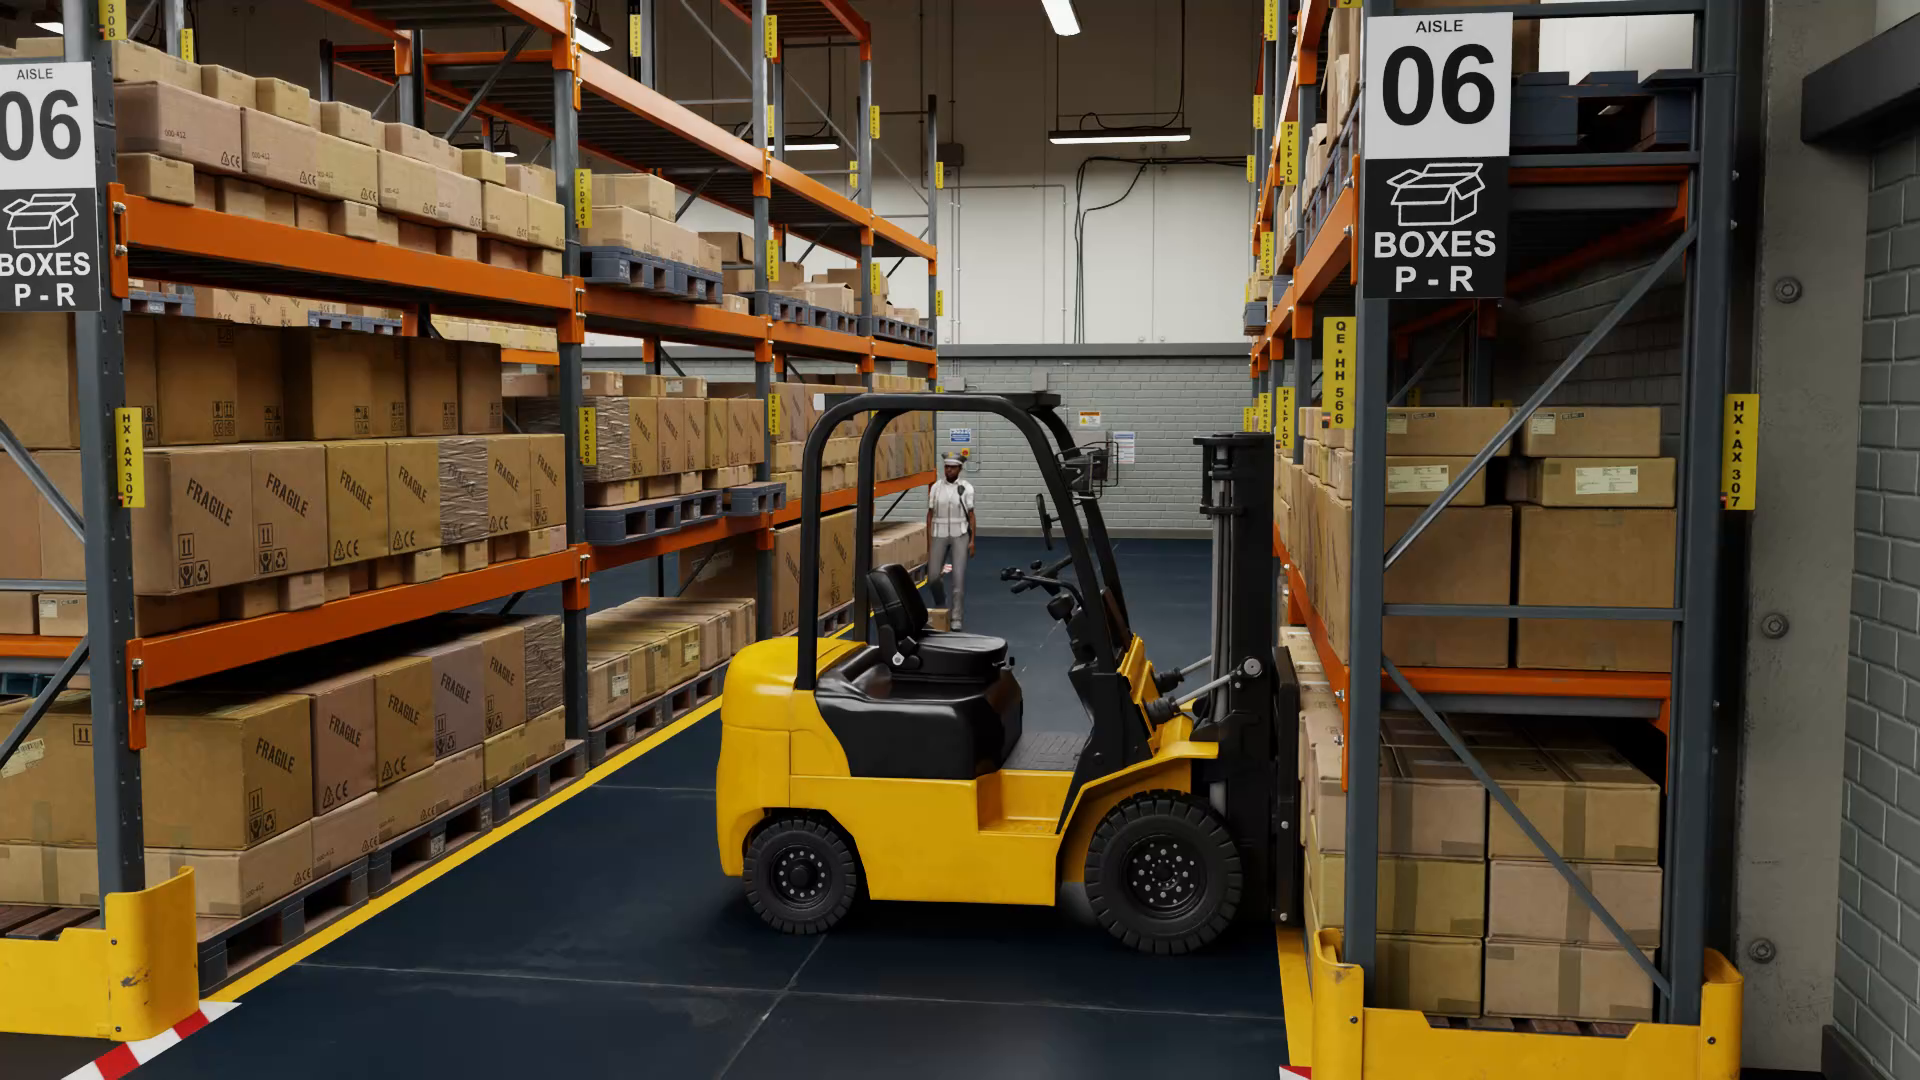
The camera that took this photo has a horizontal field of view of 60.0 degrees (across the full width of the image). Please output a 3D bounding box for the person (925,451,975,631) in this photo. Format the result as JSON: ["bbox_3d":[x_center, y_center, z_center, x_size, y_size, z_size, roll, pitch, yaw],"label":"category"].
[{"bbox_3d":[-0.097,0.005,15.565,0.470,1.685,0.537,0,5,6],"label":"person"}]
